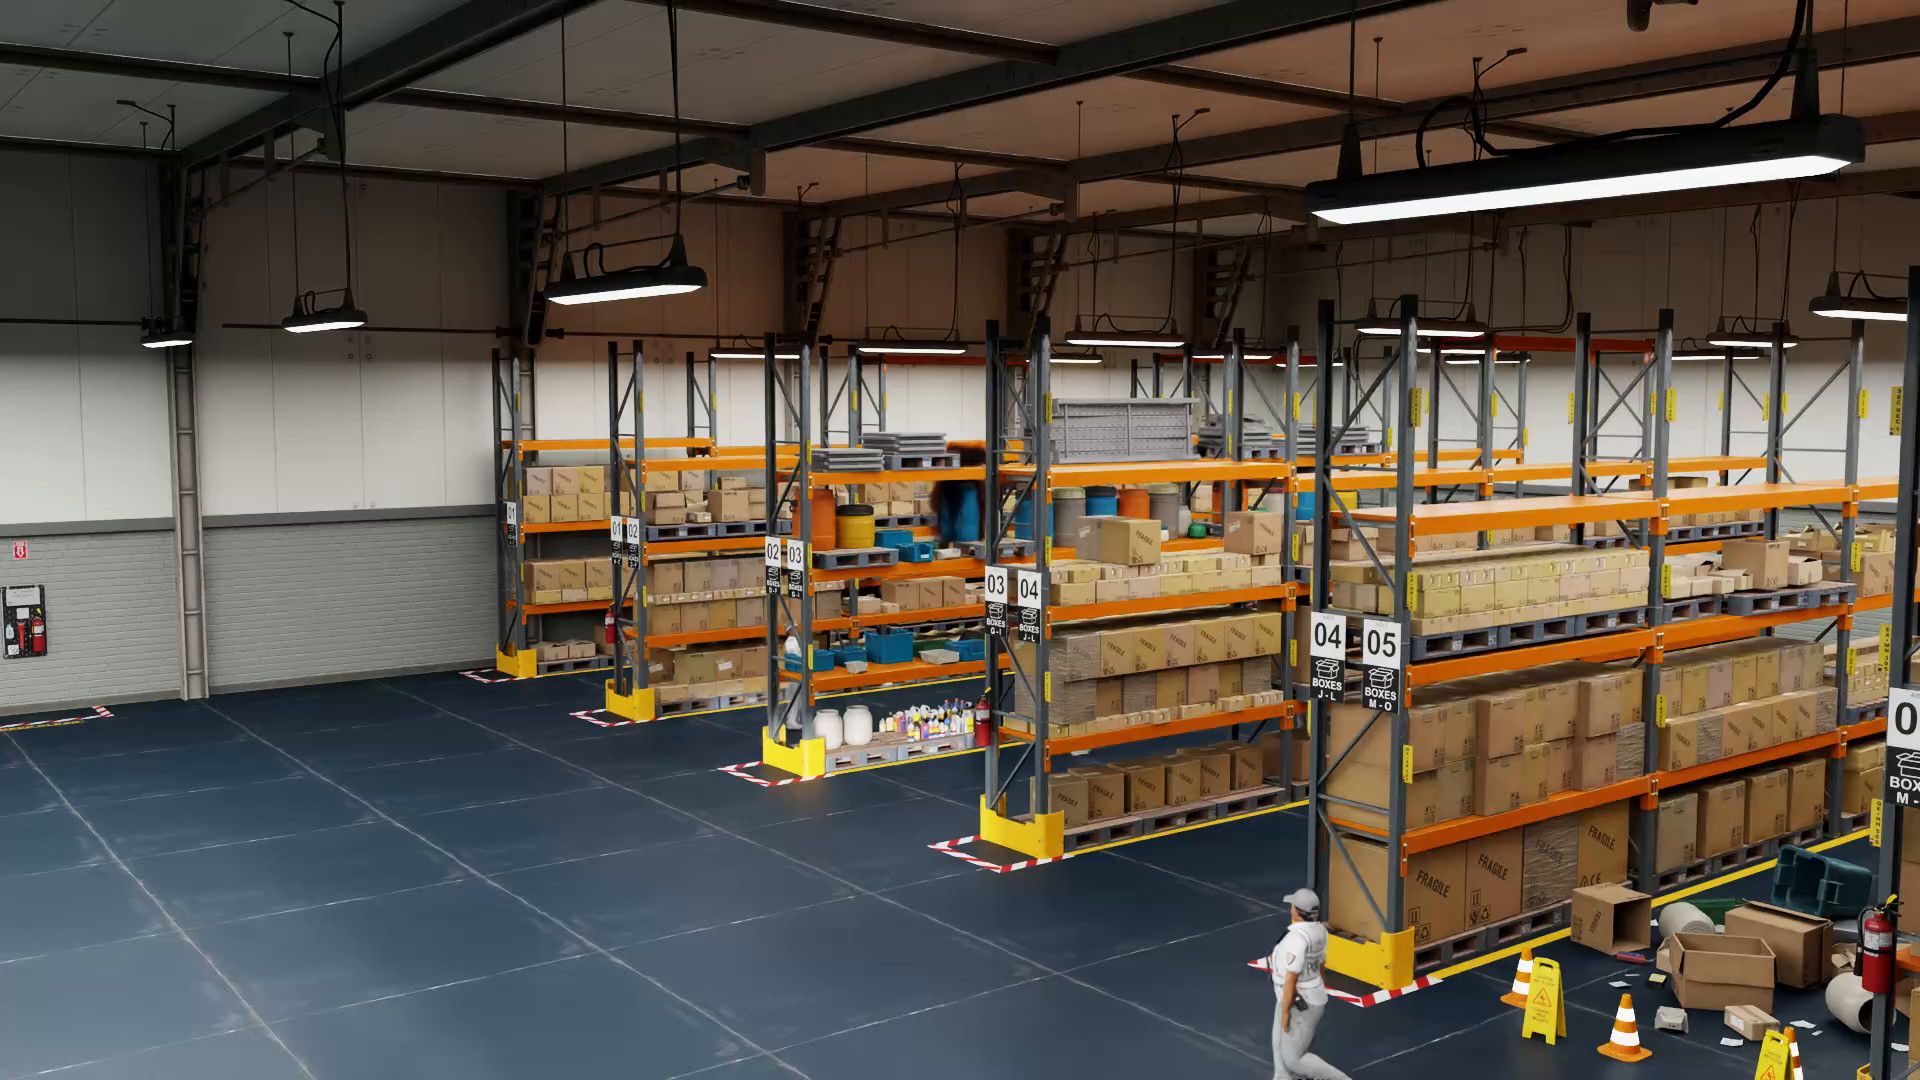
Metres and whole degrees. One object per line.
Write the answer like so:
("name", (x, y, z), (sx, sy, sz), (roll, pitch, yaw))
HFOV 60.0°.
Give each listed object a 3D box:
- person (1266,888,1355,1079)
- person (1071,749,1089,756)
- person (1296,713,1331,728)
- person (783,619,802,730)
("person", (2.464, 3.295, 11.857), (0.704, 1.646, 0.490), (0, 5, 5))
("person", (1.722, 2.284, 23.867), (0.395, 1.592, 0.477), (0, 5, -4))
("person", (5.249, 2.207, 24.735), (0.796, 1.550, 0.450), (-4, 7, -41))
("person", (-2.470, 2.073, 25.446), (0.479, 1.707, 0.512), (0, 5, -5))
